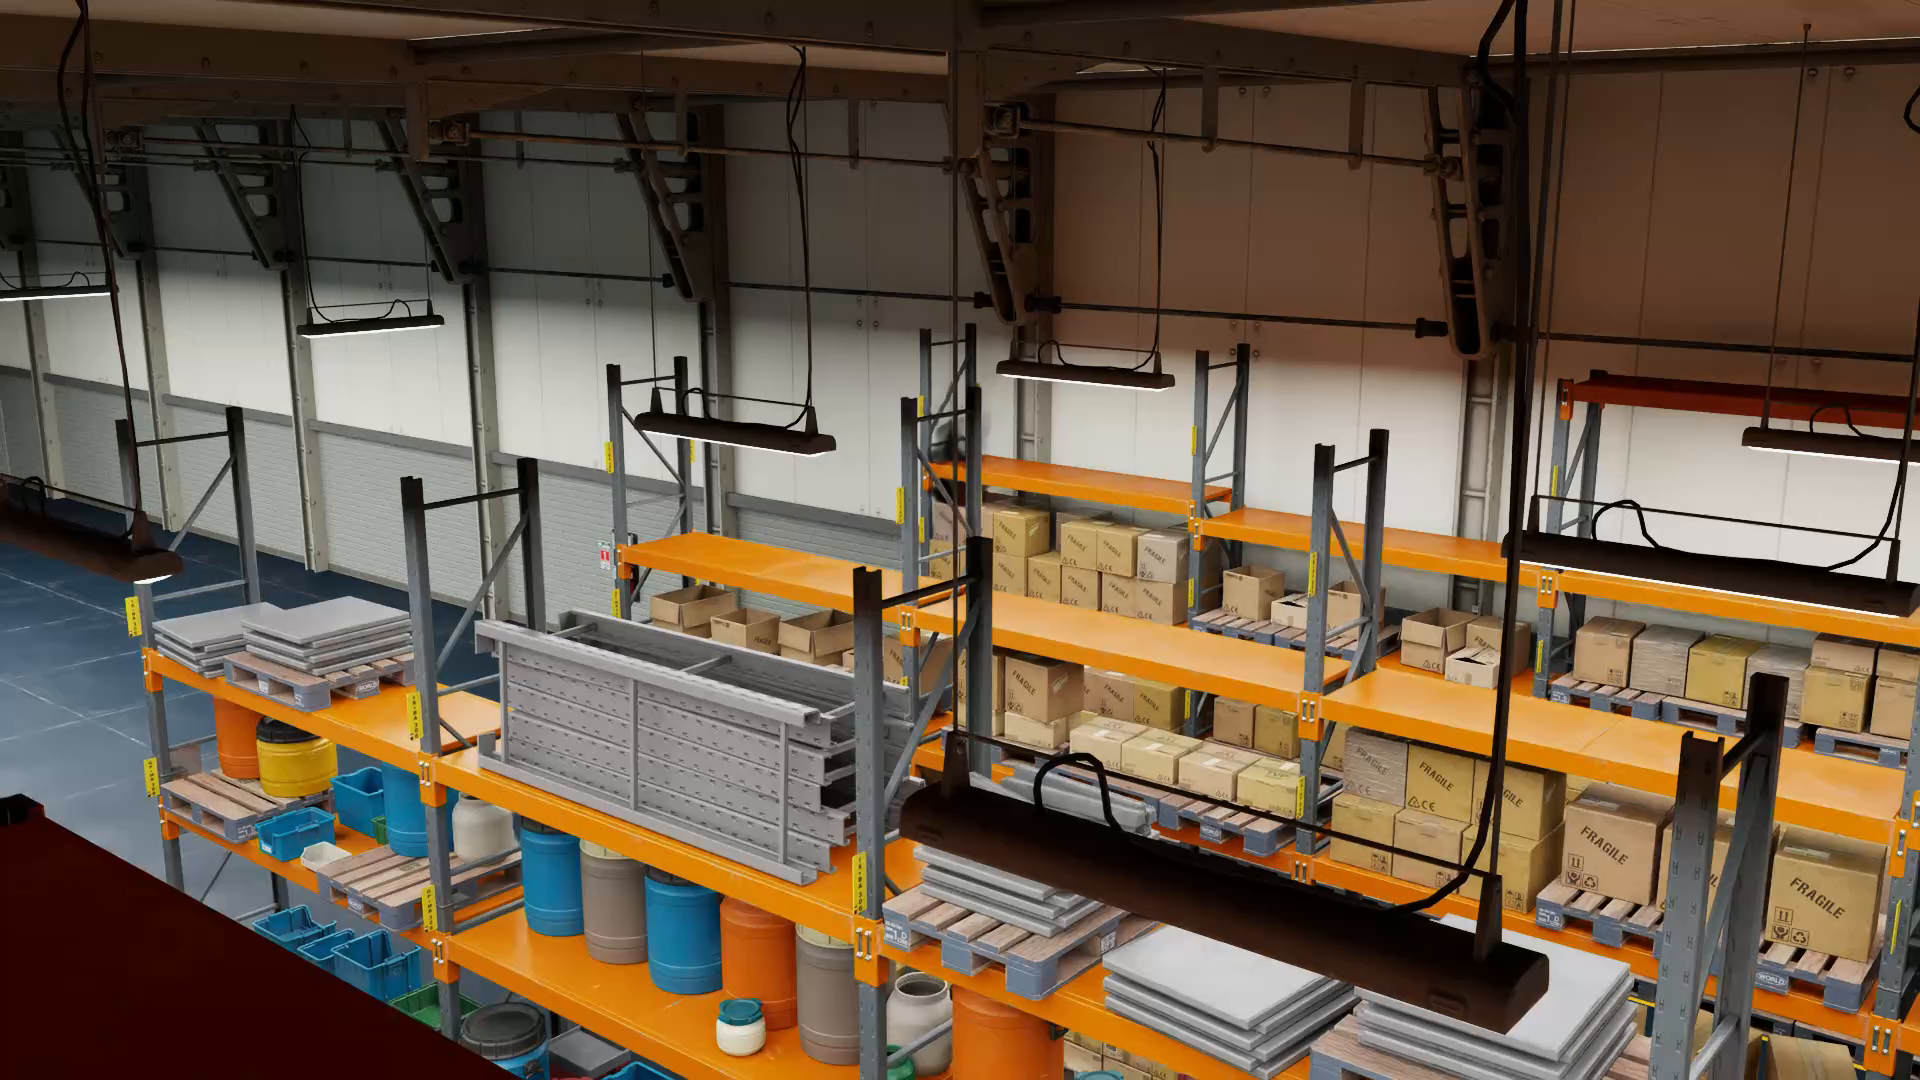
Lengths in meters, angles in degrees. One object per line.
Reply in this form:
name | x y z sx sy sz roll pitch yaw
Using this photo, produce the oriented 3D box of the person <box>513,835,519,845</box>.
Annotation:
person | -5.434 3.006 18.977 0.885 1.797 0.679 -5 13 -20
